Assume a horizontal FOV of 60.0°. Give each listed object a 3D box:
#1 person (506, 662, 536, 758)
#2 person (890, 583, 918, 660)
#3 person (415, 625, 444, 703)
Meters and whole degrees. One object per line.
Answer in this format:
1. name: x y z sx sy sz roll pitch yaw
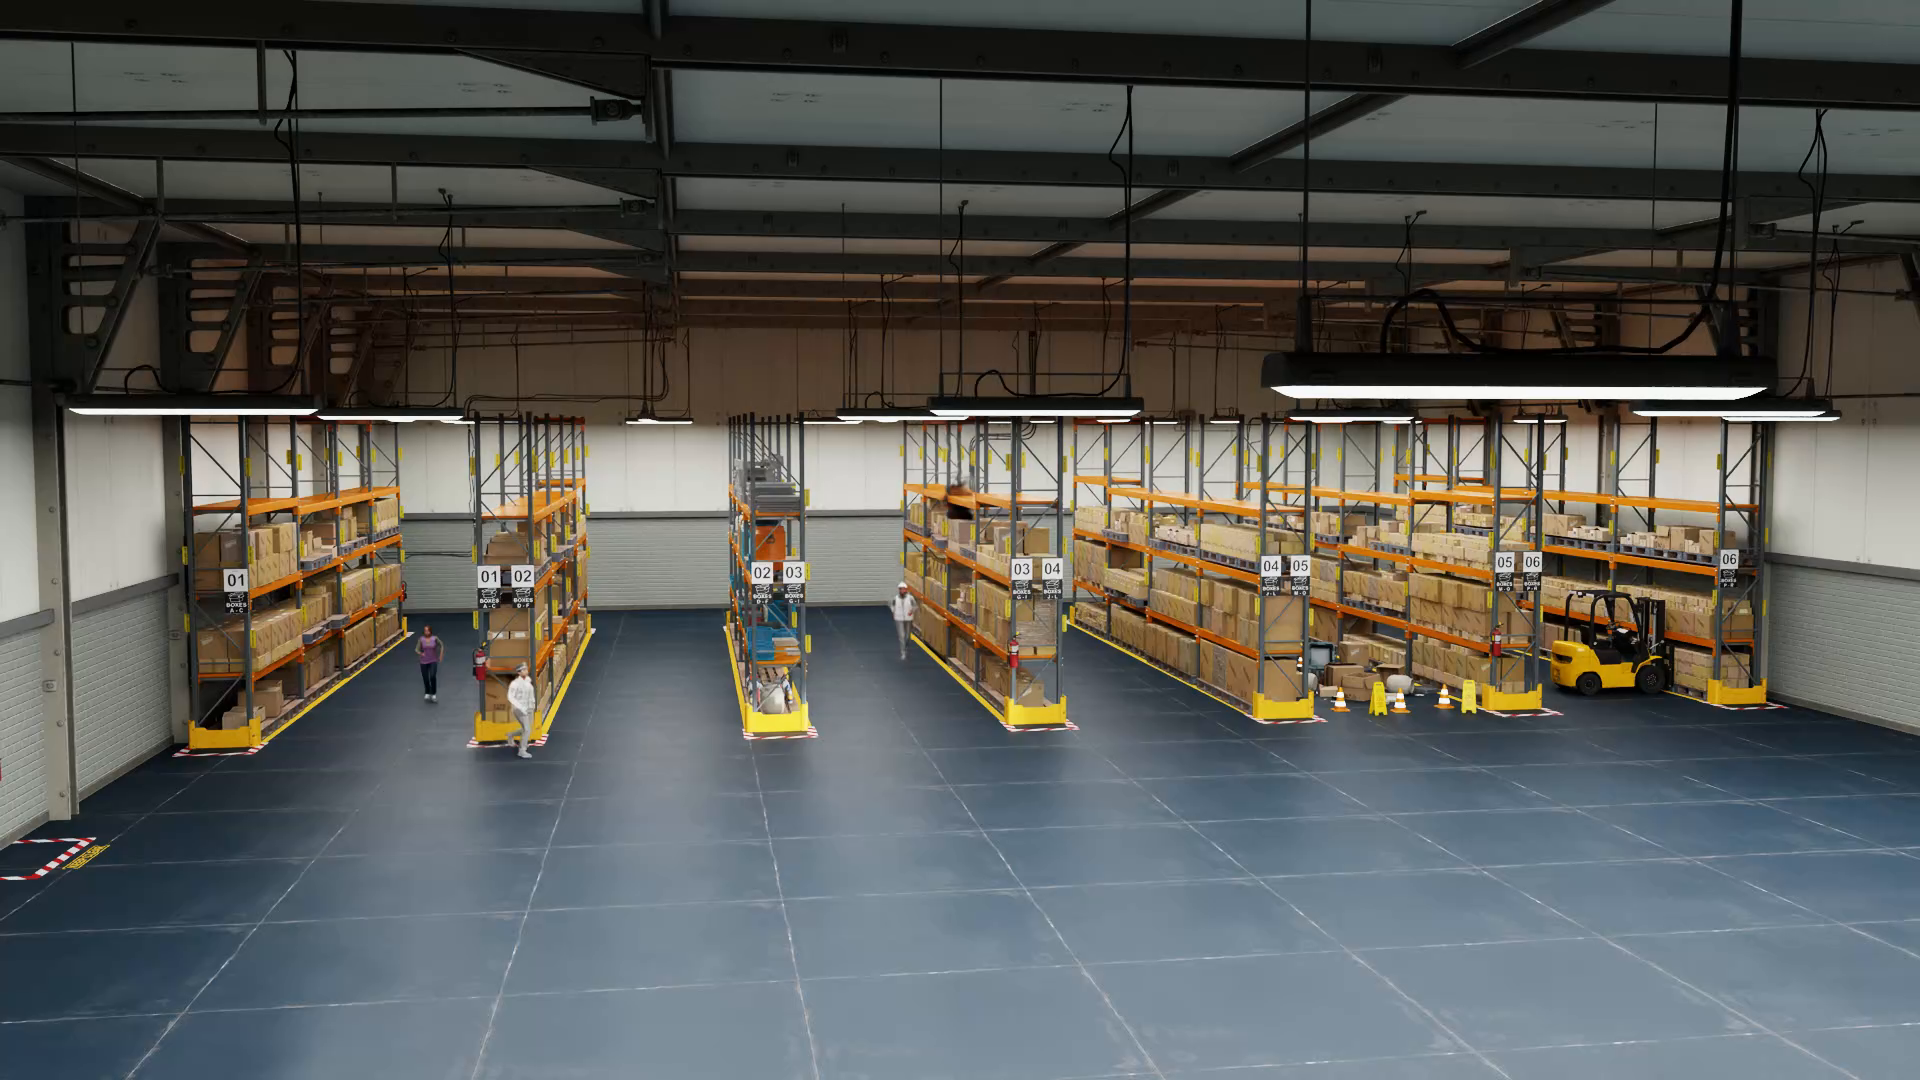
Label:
1. person: -7.645 2.933 28.915 0.572 1.669 0.627 2 4 26
2. person: -1.342 1.898 39.184 0.604 1.788 0.743 0 4 -4
3. person: -11.036 2.581 34.586 0.560 1.626 0.682 -1 4 -13
